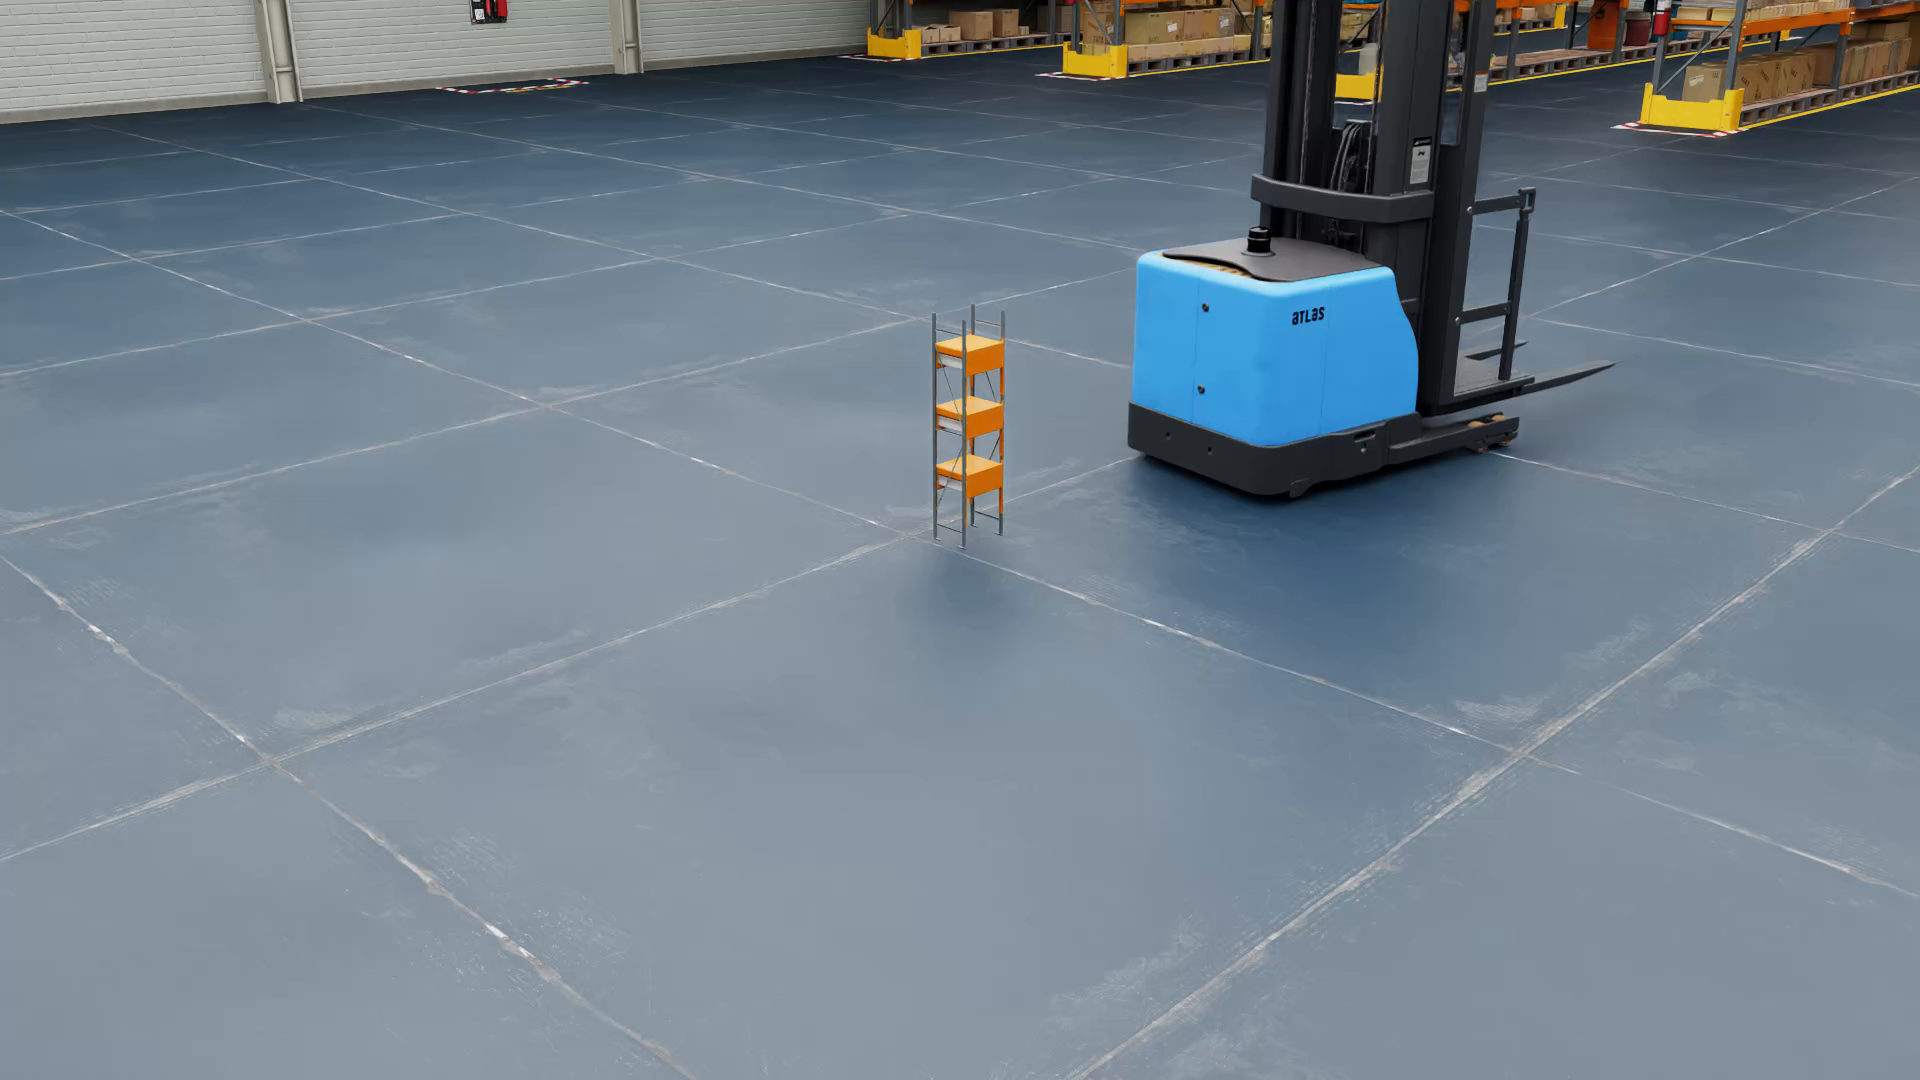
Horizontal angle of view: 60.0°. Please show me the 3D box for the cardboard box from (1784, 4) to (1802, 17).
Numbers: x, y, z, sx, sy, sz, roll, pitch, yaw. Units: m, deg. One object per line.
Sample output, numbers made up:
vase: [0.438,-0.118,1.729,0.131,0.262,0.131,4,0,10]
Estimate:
cardboard box: [10.848,-6.990,21.930,0.380,0.149,0.250,19,28,41]

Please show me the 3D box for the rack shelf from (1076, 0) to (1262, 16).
rack shelf: [3.662,-9.391,28.829,1.077,0.370,4.000,19,28,41]

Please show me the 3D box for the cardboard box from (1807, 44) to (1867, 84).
cardboard box: [12.943,-7.069,24.657,0.700,0.500,0.500,19,28,40]

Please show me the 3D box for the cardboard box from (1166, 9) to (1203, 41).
cardboard box: [3.849,-8.942,28.861,0.500,0.500,0.500,19,28,41]

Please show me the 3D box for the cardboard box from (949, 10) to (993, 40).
cardboard box: [0.208,-9.968,32.199,0.700,0.500,0.500,17,27,37]

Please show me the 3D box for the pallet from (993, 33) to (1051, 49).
pallet: [1.062,-9.997,33.289,1.003,0.211,1.213,19,28,41]

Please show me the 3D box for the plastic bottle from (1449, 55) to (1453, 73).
plastic bottle: [7.610,-7.406,25.851,0.097,0.271,0.097,0,21,0]

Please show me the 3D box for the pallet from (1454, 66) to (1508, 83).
pallet: [8.105,-7.536,26.888,1.003,0.211,1.213,19,28,41]

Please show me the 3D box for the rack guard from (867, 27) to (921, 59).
rack guard: [-1.232,-9.304,31.085,1.175,0.500,0.348,19,28,41]

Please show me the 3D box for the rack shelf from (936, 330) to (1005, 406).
rack shelf: [0.037,-0.759,7.324,0.215,0.259,0.240,19,28,41]

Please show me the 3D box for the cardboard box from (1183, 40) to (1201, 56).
cardboard box: [3.848,-8.593,28.996,0.500,0.250,0.500,19,28,41]

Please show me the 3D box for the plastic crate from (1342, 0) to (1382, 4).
plastic crate: [5.948,-8.106,24.691,0.499,0.251,0.616,19,28,41]

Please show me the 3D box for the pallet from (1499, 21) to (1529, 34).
pallet: [11.969,-11.487,37.167,1.003,0.211,1.213,19,28,41]

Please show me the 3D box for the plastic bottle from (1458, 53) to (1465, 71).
plastic bottle: [7.886,-7.523,26.151,0.135,0.276,0.152,-20,28,-41]

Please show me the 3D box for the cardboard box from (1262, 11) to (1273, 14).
cardboard box: [5.843,-9.854,31.497,0.500,0.311,0.500,19,28,40]

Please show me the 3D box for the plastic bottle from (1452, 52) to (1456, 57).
plastic bottle: [7.809,-7.553,26.218,0.061,0.283,0.133,19,28,41]

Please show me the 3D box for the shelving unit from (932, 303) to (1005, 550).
shelving unit: [0.037,-0.504,7.422,0.215,1.050,0.252,19,28,41]

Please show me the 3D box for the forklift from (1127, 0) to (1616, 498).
forklift: [2.368,-1.967,8.607,3.031,2.935,1.130,-14,25,-33]

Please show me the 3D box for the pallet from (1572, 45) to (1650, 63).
pallet: [11.914,-8.940,30.539,1.003,0.211,1.213,19,28,41]

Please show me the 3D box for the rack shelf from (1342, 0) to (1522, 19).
rack shelf: [7.209,-8.150,25.601,1.077,0.370,4.000,19,28,41]

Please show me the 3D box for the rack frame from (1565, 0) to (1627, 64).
rack frame: [11.394,-10.028,29.485,1.000,3.000,0.127,19,28,41]

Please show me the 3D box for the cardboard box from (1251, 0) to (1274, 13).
cardboard box: [6.726,-12.529,38.402,0.750,0.750,0.750,20,28,41]

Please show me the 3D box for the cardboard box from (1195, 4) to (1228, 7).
cardboard box: [4.510,-9.463,30.215,0.500,0.500,0.500,19,28,41]

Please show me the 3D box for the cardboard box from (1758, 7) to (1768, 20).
cardboard box: [10.105,-6.749,21.302,0.380,0.149,0.250,19,28,41]

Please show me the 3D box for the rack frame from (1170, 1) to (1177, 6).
rack frame: [4.296,-12.508,35.936,1.000,3.000,0.127,19,28,41]

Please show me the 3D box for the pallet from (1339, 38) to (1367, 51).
pallet: [7.246,-9.766,32.688,1.003,0.211,1.213,19,28,41]

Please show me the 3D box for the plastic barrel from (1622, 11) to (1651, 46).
plastic barrel: [12.511,-9.519,30.936,0.600,0.588,0.708,19,28,41]

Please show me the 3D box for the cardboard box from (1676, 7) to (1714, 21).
cardboard box: [9.413,-6.740,21.279,0.380,0.149,0.250,19,28,41]

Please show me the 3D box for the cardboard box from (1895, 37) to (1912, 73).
cardboard box: [14.490,-7.650,26.168,0.700,0.500,0.500,17,27,38]

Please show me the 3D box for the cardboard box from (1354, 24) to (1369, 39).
cardboard box: [7.656,-9.985,32.620,0.500,0.250,0.500,-19,28,-41]

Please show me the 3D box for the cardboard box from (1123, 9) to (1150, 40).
cardboard box: [3.115,-8.948,28.877,0.500,0.500,0.500,19,28,41]

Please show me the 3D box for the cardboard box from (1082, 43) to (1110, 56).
cardboard box: [2.429,-8.337,28.331,0.500,0.250,0.500,19,28,41]

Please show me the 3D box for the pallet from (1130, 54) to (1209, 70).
pallet: [3.622,-8.430,29.213,1.003,0.211,1.213,19,28,41]

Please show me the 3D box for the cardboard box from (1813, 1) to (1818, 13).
cardboard box: [11.451,-7.280,22.684,0.380,0.149,0.250,19,28,41]

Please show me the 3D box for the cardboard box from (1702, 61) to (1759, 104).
cardboard box: [10.202,-6.080,22.111,0.500,0.500,0.500,-12,24,-28]

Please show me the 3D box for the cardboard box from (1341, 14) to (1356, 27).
cardboard box: [7.301,-10.112,32.168,0.500,0.311,0.500,19,28,40]

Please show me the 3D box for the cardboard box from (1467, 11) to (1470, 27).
cardboard box: [10.499,-11.137,35.241,0.500,0.500,0.500,19,28,40]

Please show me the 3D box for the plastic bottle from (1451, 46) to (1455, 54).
plastic bottle: [8.067,-7.960,27.293,0.097,0.271,0.097,0,21,0]

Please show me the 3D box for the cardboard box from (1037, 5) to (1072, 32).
cardboard box: [2.007,-10.712,34.133,0.500,0.500,0.700,-19,28,-40]

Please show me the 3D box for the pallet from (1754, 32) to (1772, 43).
pallet: [16.372,-10.581,34.809,1.003,0.211,1.213,19,28,41]

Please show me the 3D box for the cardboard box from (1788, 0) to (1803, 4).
cardboard box: [10.765,-7.454,22.234,0.875,0.500,0.500,19,28,41]

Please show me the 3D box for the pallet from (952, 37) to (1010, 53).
pallet: [0.211,-9.682,32.469,1.003,0.211,1.213,19,28,41]

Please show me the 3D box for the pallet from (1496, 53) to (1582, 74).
pallet: [9.975,-8.225,28.680,1.003,0.211,1.213,19,28,41]

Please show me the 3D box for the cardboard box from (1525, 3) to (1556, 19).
cardboard box: [13.226,-12.163,37.908,0.500,0.500,0.500,19,28,41]

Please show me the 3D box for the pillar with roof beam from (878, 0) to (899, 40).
pillar with roof beam: [1.668,-12.571,27.737,9.100,9.000,0.400,19,28,41]

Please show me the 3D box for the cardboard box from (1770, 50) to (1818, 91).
cardboard box: [11.845,-6.697,23.716,0.500,0.500,0.500,18,28,39]

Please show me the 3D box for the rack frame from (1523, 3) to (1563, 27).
rack frame: [13.429,-13.326,38.063,1.000,3.000,0.127,19,28,41]

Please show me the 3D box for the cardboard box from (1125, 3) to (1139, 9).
cardboard box: [3.388,-11.245,35.521,0.700,0.500,0.500,19,28,41]

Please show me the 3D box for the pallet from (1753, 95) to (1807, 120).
pallet: [10.858,-5.962,22.793,1.003,0.211,1.213,19,28,41]

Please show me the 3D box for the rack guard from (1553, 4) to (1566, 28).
rack guard: [13.376,-12.139,38.461,1.175,0.500,0.348,19,28,41]
